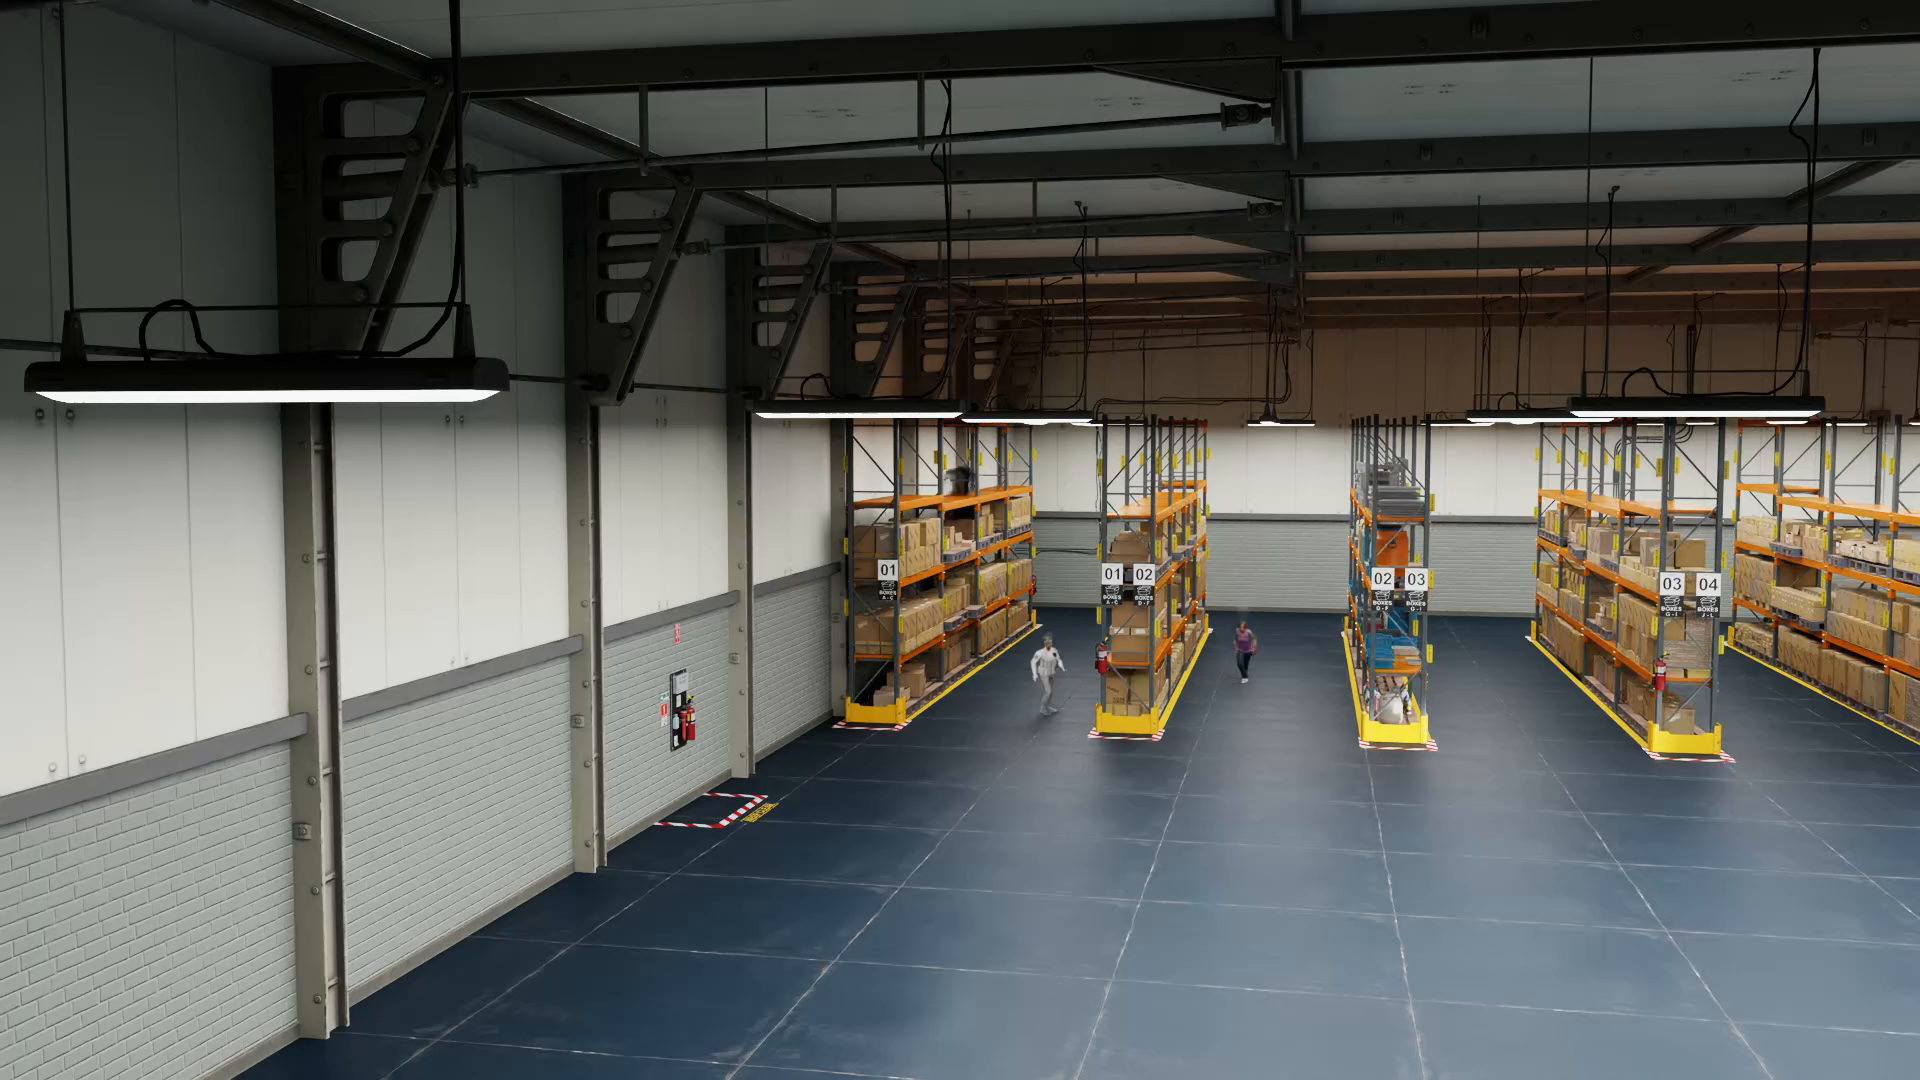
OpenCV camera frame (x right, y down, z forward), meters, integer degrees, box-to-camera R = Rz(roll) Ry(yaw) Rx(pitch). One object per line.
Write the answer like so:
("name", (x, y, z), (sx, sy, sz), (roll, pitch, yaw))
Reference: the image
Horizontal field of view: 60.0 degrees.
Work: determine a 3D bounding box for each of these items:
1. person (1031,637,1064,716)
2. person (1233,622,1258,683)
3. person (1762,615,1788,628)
("person", (1.786, 2.737, 33.387), (0.624, 1.624, 0.772), (-3, 5, -36))
("person", (6.445, 2.517, 37.539), (0.554, 1.426, 0.845), (1, 4, 17))
("person", (21.861, 1.902, 44.618), (0.820, 1.756, 0.670), (3, 5, 36))
